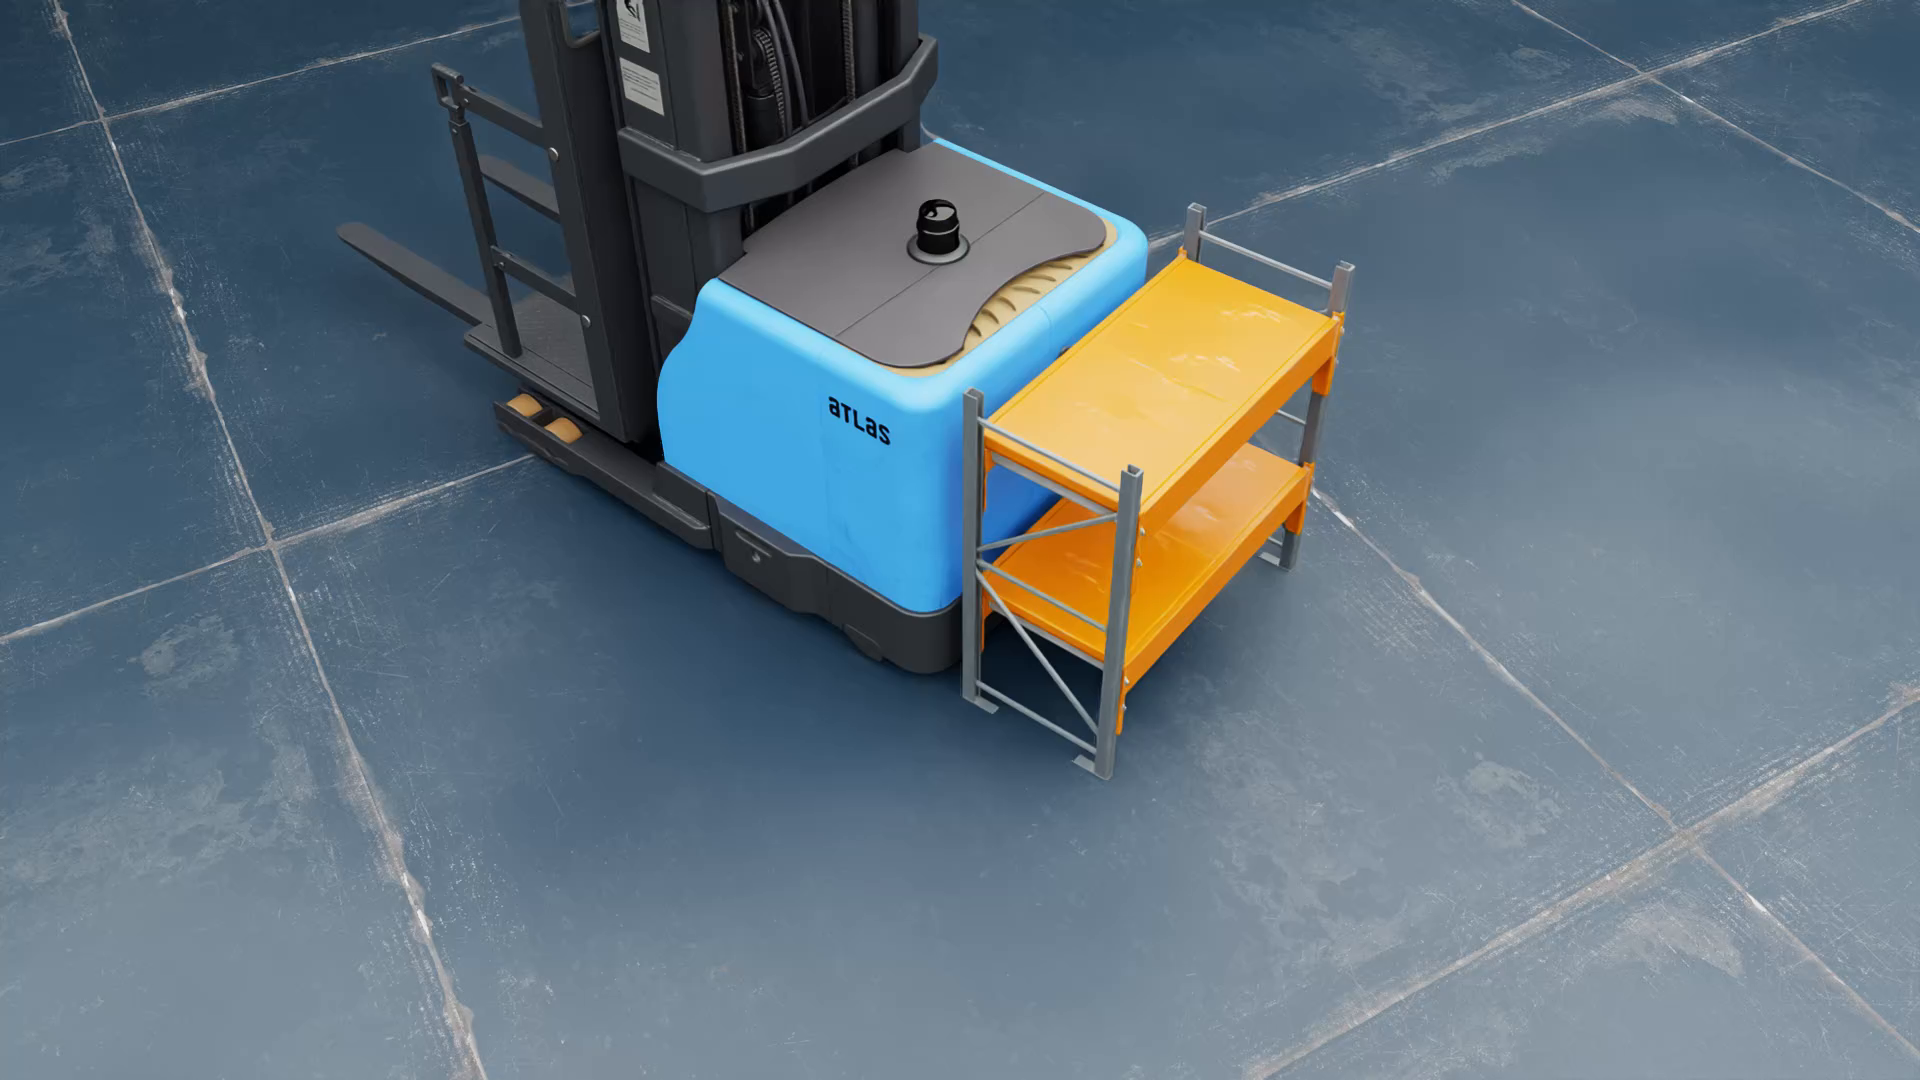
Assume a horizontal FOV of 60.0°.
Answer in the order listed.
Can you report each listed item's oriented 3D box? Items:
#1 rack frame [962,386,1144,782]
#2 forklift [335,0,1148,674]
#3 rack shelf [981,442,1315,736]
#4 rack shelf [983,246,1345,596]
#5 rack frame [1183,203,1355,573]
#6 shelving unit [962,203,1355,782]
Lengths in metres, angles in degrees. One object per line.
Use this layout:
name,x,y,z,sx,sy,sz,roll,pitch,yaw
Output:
rack frame,0.214,0.146,4.291,0.500,1.125,0.032,28,51,26
forklift,-0.918,-1.541,4.733,3.031,2.935,1.130,30,52,27
rack shelf,0.524,0.041,4.751,0.538,0.278,1.000,28,51,26
rack shelf,0.524,-0.344,4.377,0.538,0.278,1.000,28,51,26
rack frame,0.834,-0.415,4.870,0.500,1.125,0.032,28,51,26
shelving unit,0.524,-0.134,4.580,0.538,1.125,1.048,28,51,26
